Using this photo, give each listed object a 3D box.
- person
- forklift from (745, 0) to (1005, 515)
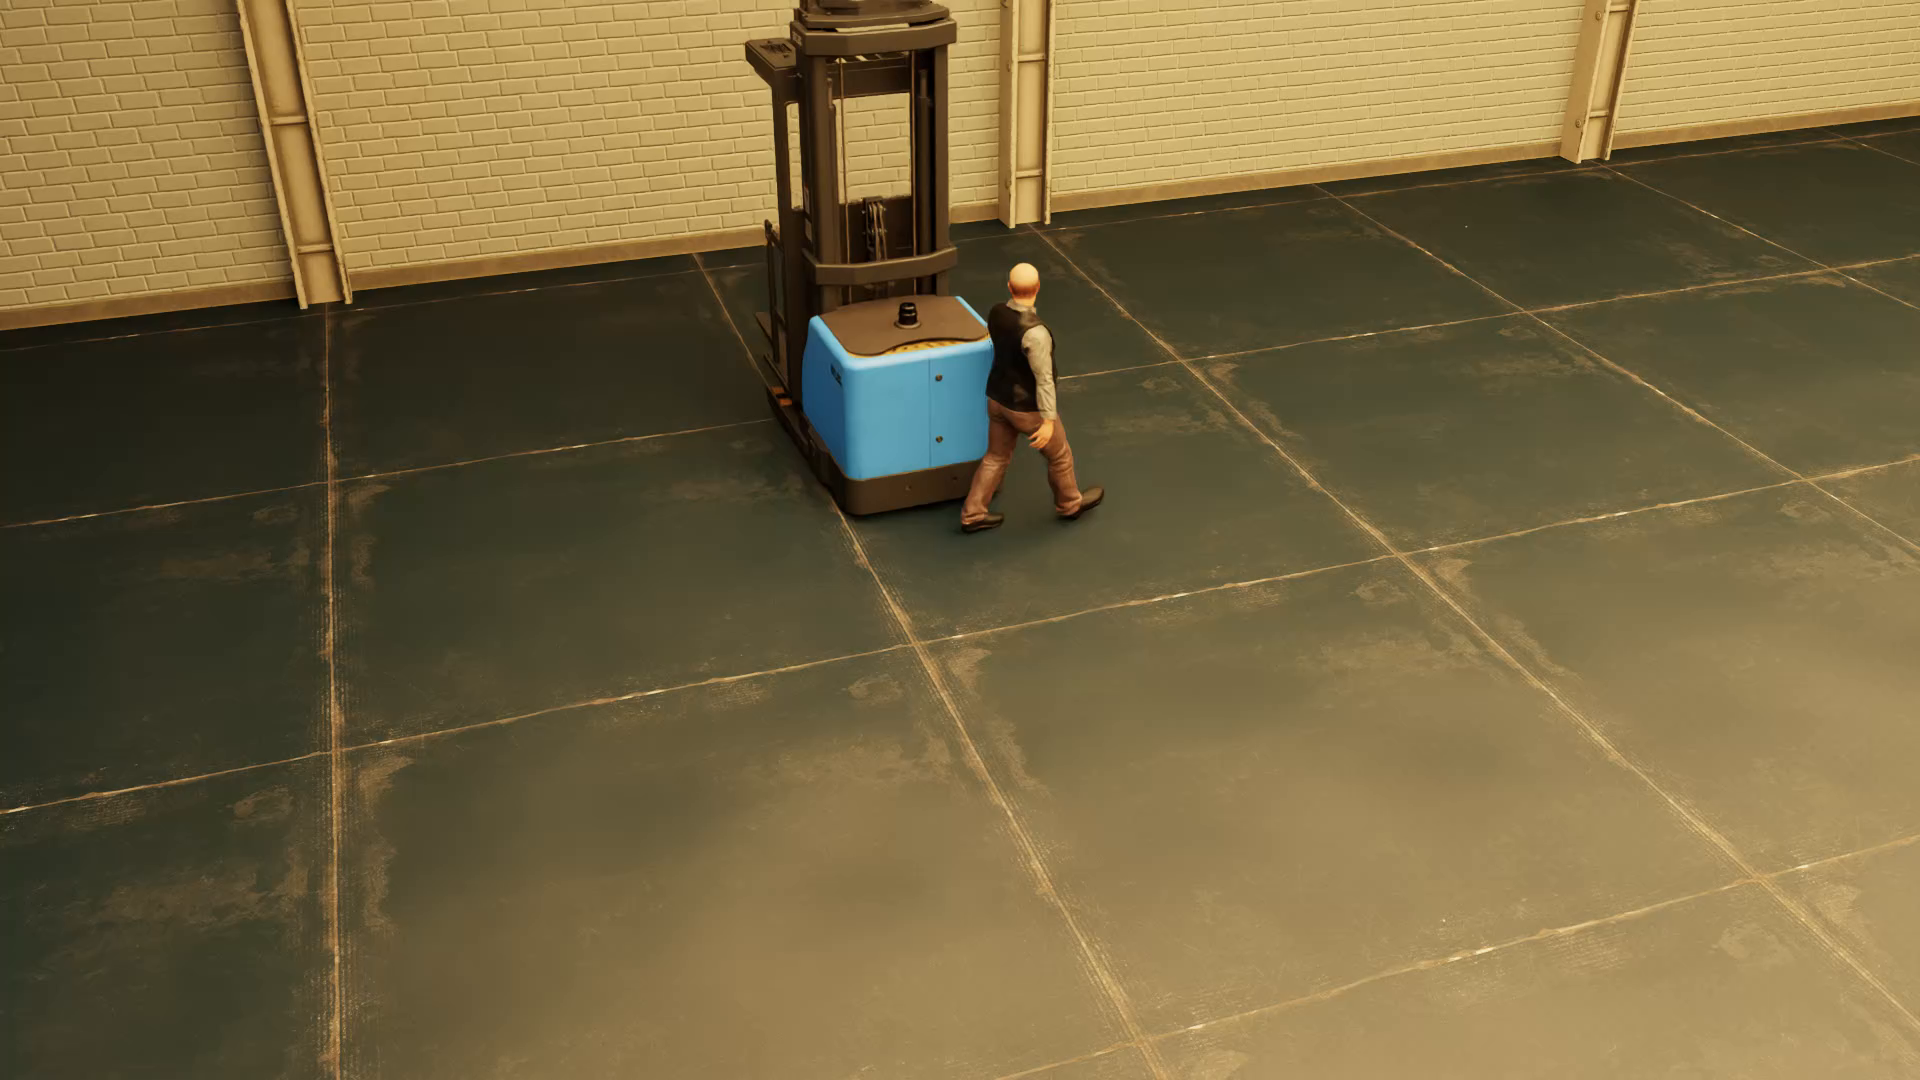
[{"bbox_3d":[0.454,-0.819,9.800,0.892,1.676,0.676,-20,36,-31],"label":"person"},{"bbox_3d":[-0.704,-2.144,10.814,1.130,2.935,3.031,-10,32,-18],"label":"forklift"}]
